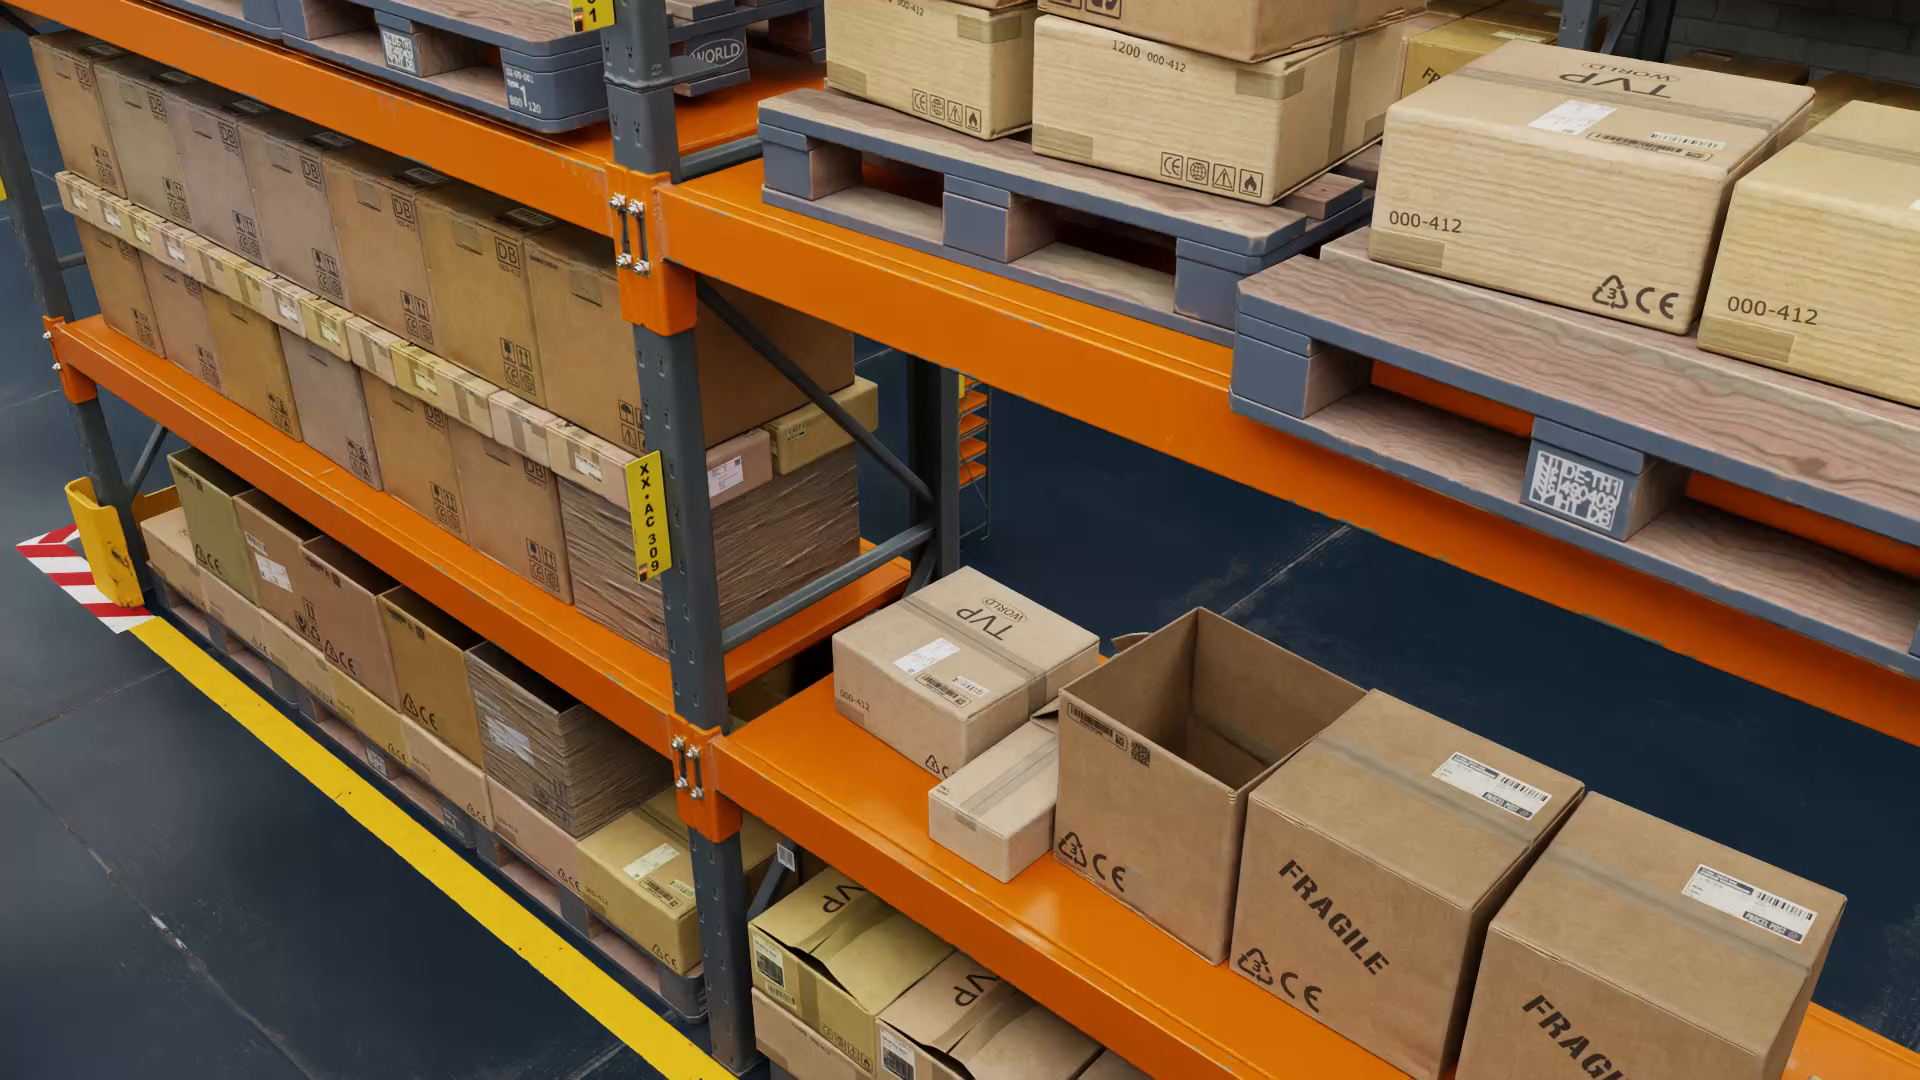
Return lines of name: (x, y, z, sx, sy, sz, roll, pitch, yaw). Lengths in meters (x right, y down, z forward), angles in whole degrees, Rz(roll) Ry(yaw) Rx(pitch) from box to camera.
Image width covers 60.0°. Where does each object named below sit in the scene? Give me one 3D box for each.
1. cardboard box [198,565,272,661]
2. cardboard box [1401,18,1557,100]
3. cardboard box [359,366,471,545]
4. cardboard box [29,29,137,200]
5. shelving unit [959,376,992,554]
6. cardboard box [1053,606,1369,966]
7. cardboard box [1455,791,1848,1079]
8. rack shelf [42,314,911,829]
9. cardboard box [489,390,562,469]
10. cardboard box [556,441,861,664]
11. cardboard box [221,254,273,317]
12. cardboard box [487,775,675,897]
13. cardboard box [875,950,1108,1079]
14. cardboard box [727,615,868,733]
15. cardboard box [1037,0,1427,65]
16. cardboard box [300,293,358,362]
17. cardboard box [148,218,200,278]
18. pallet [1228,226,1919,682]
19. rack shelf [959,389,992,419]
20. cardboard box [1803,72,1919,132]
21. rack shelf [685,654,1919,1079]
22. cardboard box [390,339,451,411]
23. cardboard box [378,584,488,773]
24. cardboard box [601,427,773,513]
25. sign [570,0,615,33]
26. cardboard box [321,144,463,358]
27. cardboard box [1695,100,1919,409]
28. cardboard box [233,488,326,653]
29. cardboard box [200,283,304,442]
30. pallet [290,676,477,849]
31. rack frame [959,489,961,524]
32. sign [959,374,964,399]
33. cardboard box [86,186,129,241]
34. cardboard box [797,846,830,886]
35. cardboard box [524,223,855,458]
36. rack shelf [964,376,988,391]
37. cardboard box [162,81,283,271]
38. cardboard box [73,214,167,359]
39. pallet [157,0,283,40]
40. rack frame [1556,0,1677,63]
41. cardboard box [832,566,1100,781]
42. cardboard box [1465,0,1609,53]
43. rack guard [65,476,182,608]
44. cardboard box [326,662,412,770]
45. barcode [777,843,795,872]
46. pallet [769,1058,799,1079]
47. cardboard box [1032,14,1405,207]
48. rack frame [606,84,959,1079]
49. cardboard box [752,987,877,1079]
cardboard box: (-2.724, 0.193, 6.780, 0.500, 0.250, 0.500, 25, 39, 35)
cardboard box: (2.384, -2.069, 7.678, 0.500, 0.500, 0.500, 25, 39, 35)
cardboard box: (-1.478, -0.412, 5.429, 0.500, 0.500, 0.700, 26, 39, 36)
cardboard box: (-2.969, -1.661, 6.246, 0.500, 0.500, 0.700, 25, 39, 35)
shelving unit: (-0.011, -0.519, 7.449, 0.189, 1.200, 0.258, 25, 39, 35)
cardboard box: (0.569, 0.549, 3.833, 0.500, 0.500, 0.500, -26, 40, -36)
cardboard box: (1.331, 0.904, 3.243, 0.500, 0.500, 0.500, 23, 38, 33)
rack shelf: (-1.863, -0.247, 5.949, 4.000, 0.370, 1.077, 25, 39, 35)
cardboard box: (-1.103, -0.372, 4.733, 0.250, 0.149, 0.380, 24, 38, 34)
cardboard box: (-0.713, -0.057, 4.839, 0.500, 0.500, 0.700, 24, 38, 34)
cardboard box: (-2.243, -0.905, 5.619, 0.250, 0.149, 0.380, 24, 39, 35)
cardboard box: (-1.234, 0.882, 5.636, 0.500, 0.250, 0.500, 25, 39, 35)
cardboard box: (0.127, 1.309, 4.383, 0.500, 0.311, 0.500, 25, 39, 35)
cardboard box: (-0.513, 0.534, 5.487, 0.500, 0.500, 0.500, 25, 39, 35)
cardboard box: (0.489, -1.168, 2.885, 0.500, 0.500, 0.500, -25, 39, -35)
cardboard box: (-1.864, -0.727, 5.323, 0.250, 0.149, 0.380, 27, 40, 37)
cardboard box: (-2.632, -1.084, 5.917, 0.250, 0.149, 0.380, 24, 39, 34)
pallet: (1.192, -0.269, 2.564, 1.213, 0.211, 1.003, 27, 40, 37)
rack shelf: (-0.011, -0.584, 7.410, 0.180, 0.103, 0.258, 25, 39, 35)
cardboard box: (3.706, -1.604, 6.983, 0.700, 0.500, 0.500, -25, 39, -35)
rack shelf: (1.103, 1.138, 3.650, 4.000, 0.370, 1.077, 25, 39, 35)
cardboard box: (-1.478, -0.549, 5.027, 0.250, 0.149, 0.380, 25, 39, 35)
cardboard box: (-1.606, 0.388, 5.729, 0.500, 0.500, 0.500, 25, 39, 35)
cardboard box: (-0.725, -0.196, 4.441, 0.250, 0.149, 0.380, 25, 39, 35)
sign: (-0.751, -1.191, 3.333, 0.005, 0.325, 0.100, 25, 39, 35)
cardboard box: (-1.459, -0.961, 5.083, 0.500, 0.500, 0.700, 25, 39, 35)
cardboard box: (1.395, -0.392, 2.322, 0.500, 0.250, 0.500, 24, 39, 34)
cardboard box: (-2.346, 0.041, 6.306, 0.500, 0.500, 0.500, 25, 39, 35)
cardboard box: (-2.251, -0.770, 6.023, 0.500, 0.500, 0.700, 25, 39, 35)
pallet: (-1.850, 0.618, 6.518, 1.213, 0.211, 1.003, 25, 39, 35)
rack frame: (-0.079, -0.551, 7.501, 0.006, 1.200, 0.240, 25, 39, 35)
sign: (-0.023, -0.536, 4.686, 0.005, 0.325, 0.100, 25, 39, 35)
cardboard box: (-3.001, -1.259, 6.208, 0.250, 0.149, 0.380, 24, 38, 34)
cardboard box: (-0.520, 0.859, 5.674, 0.500, 0.250, 0.500, 25, 39, 35)
cardboard box: (-0.713, -0.613, 4.504, 0.500, 0.500, 0.700, 25, 39, 35)
rack shelf: (-0.011, -0.687, 7.348, 0.180, 0.103, 0.258, 25, 39, 35)
cardboard box: (-2.201, -1.307, 5.658, 0.500, 0.500, 0.700, 25, 39, 35)
cardboard box: (-3.008, -1.124, 6.611, 0.500, 0.500, 0.700, 25, 39, 35)
pallet: (-1.930, -1.818, 5.038, 1.213, 0.211, 1.003, 25, 39, 35)
rack frame: (2.942, -1.758, 7.763, 0.127, 3.000, 1.000, 25, 39, 35)
cardboard box: (0.015, 0.355, 4.397, 0.500, 0.250, 0.500, -27, 40, -37)
cardboard box: (2.733, -2.267, 8.006, 0.500, 0.500, 0.500, 24, 38, 34)
rack guard: (-3.363, -0.185, 7.572, 0.348, 0.500, 1.175, 25, 39, 35)
cardboard box: (-1.986, 0.541, 6.201, 0.500, 0.250, 0.500, 25, 39, 35)
barcode: (-0.470, 0.856, 4.486, 0.075, 0.075, 0.001, 25, 39, 35)
pallet: (0.193, 1.572, 4.934, 1.213, 0.211, 1.003, 25, 39, 35)
cardboard box: (0.480, -0.858, 3.096, 0.500, 0.250, 0.500, 21, 37, 31)
rack frame: (-0.380, 0.137, 4.614, 0.127, 3.000, 1.000, 25, 39, 35)
cardboard box: (-0.247, 1.370, 4.825, 0.500, 0.250, 0.500, 24, 38, 34)
